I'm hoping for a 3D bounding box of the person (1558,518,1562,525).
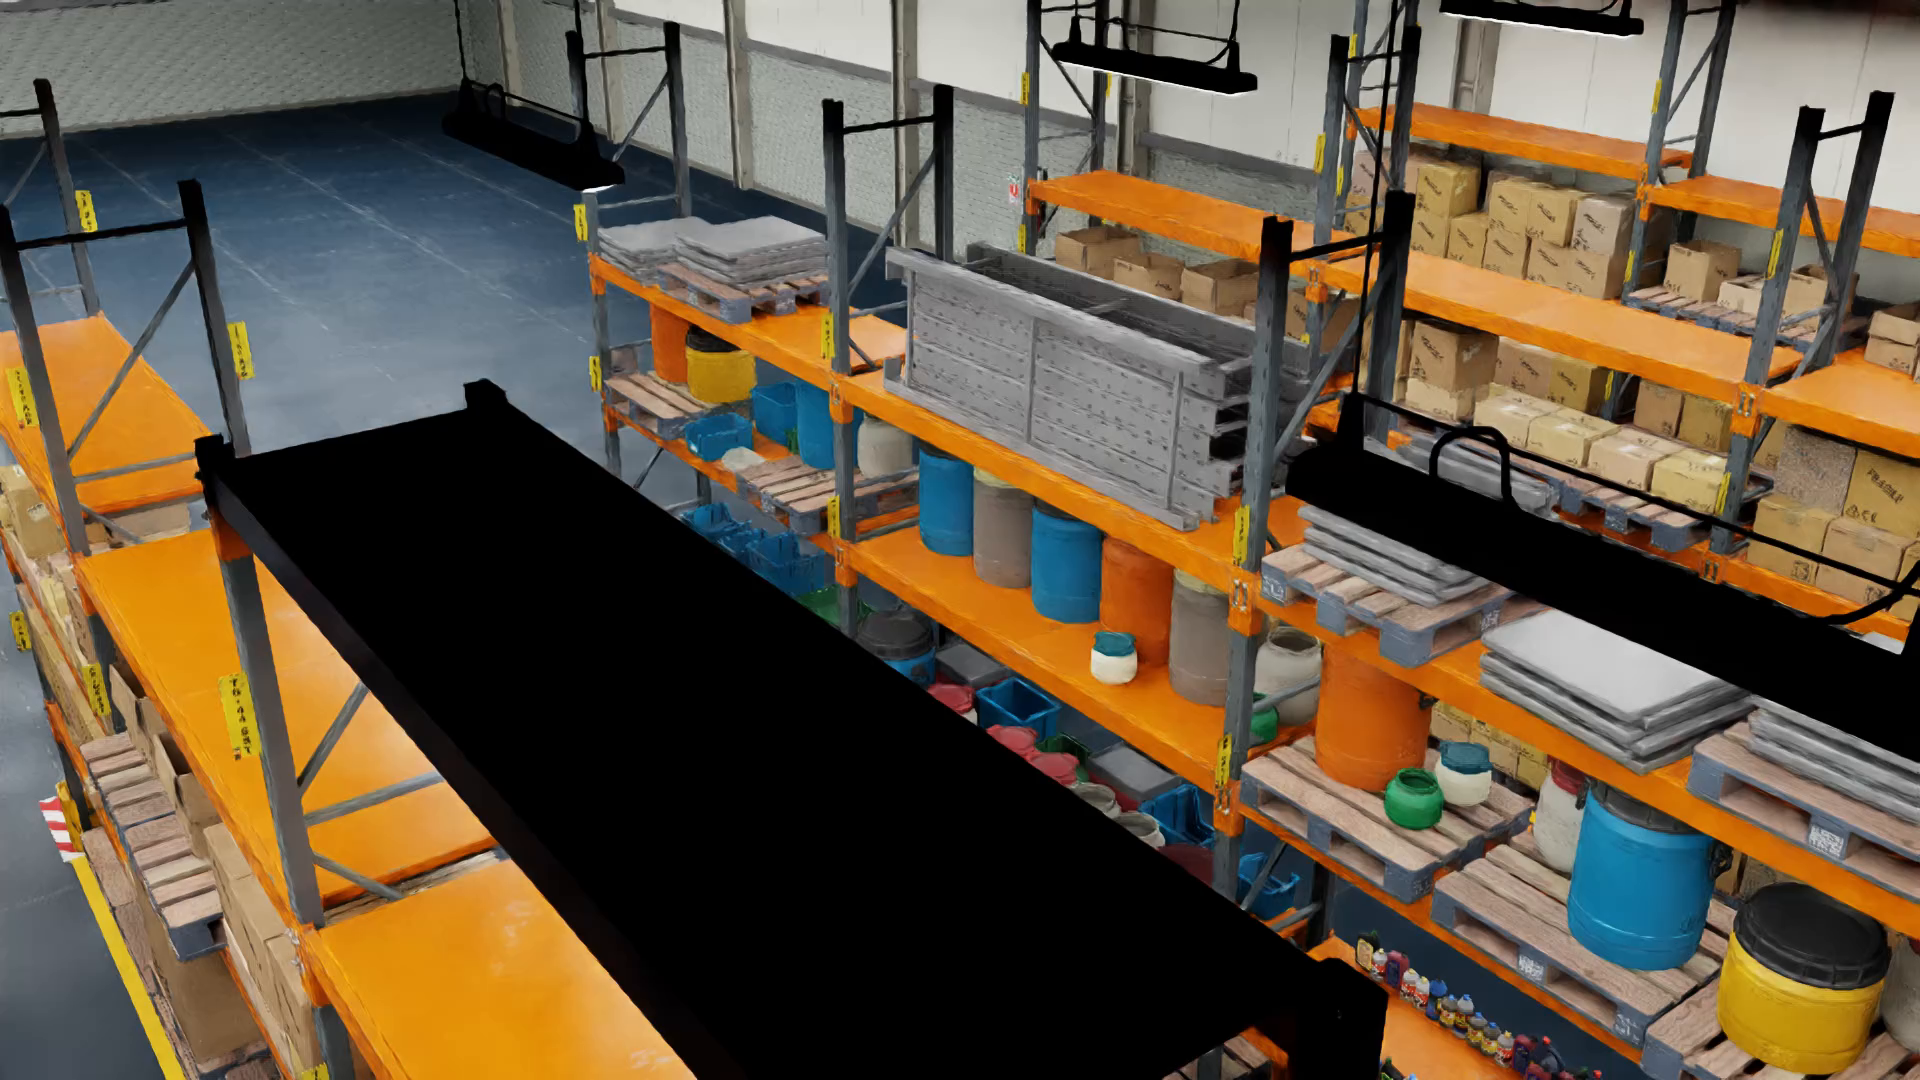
[{"bbox_3d":[5.733,0.439,16.114,0.592,1.629,0.531,-19,31,-35],"label":"person"}]
